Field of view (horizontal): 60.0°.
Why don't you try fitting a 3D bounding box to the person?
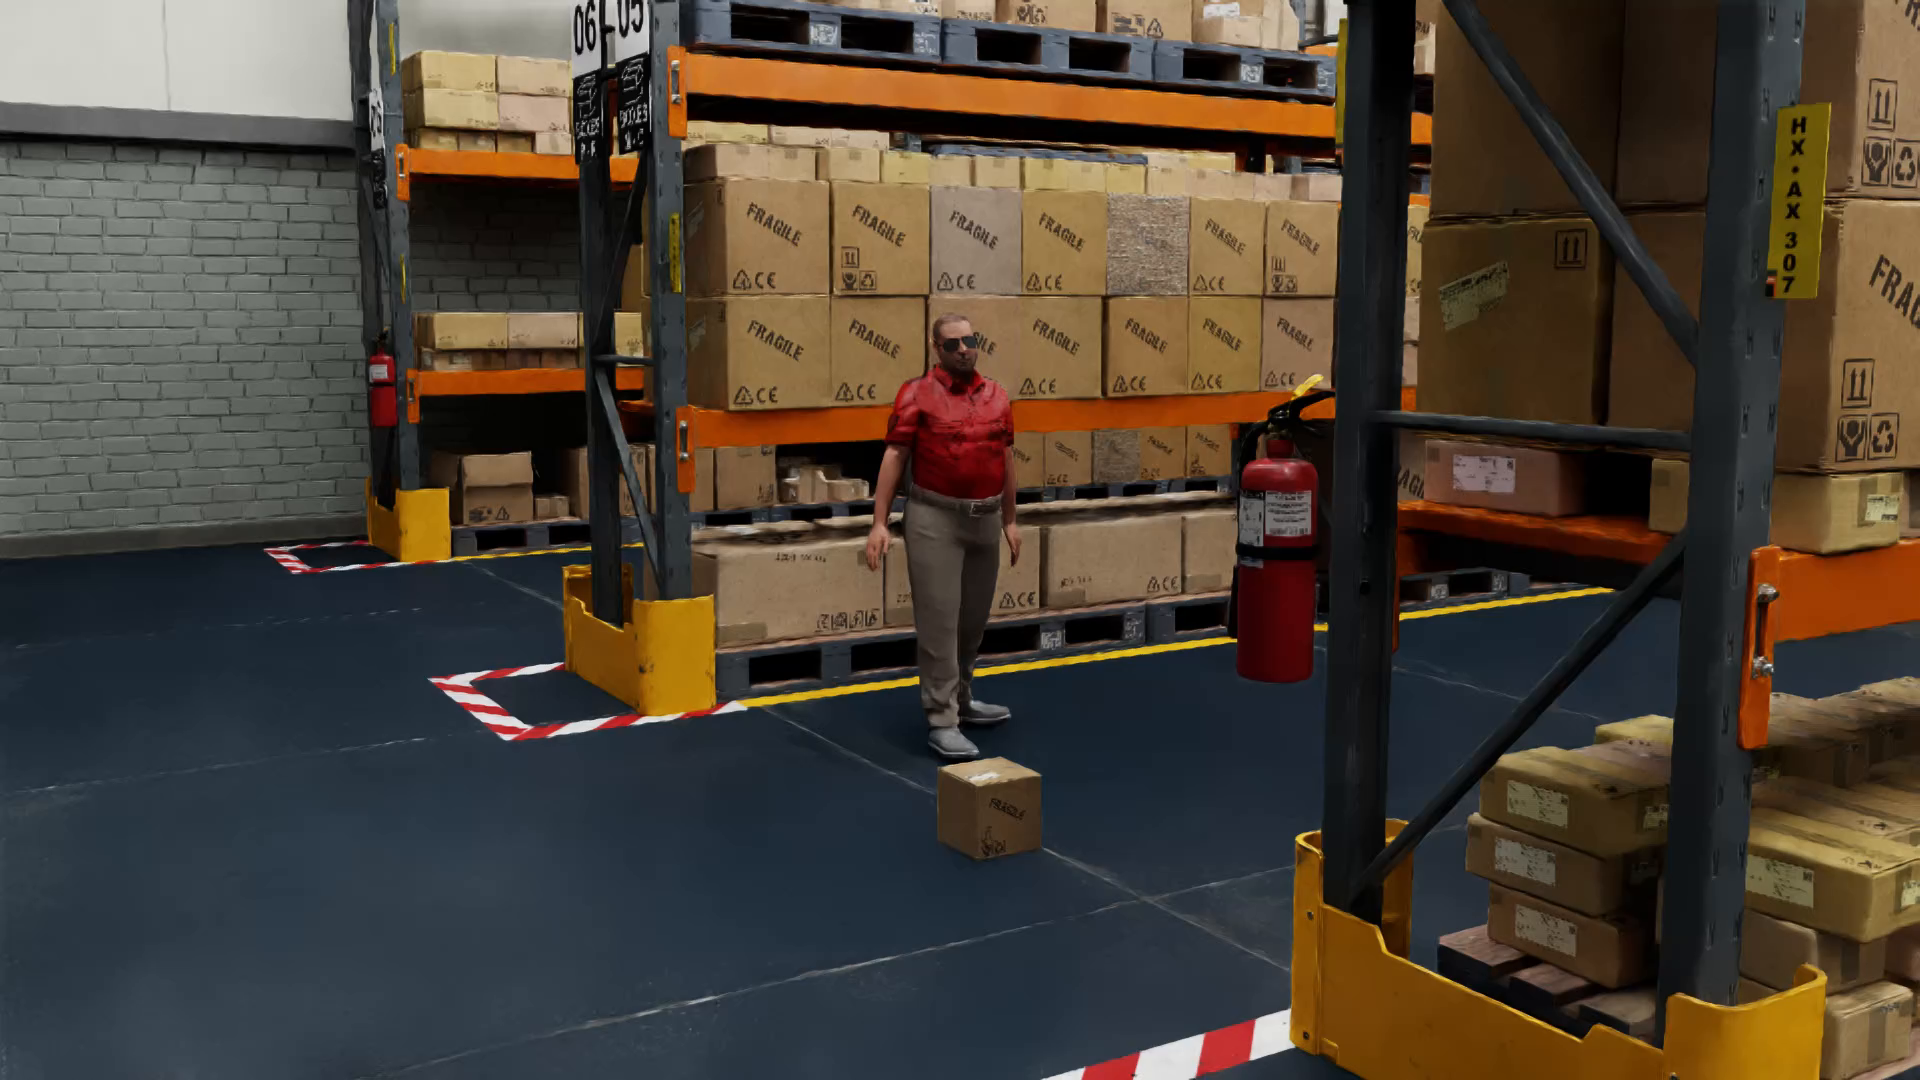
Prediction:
[{"bbox_3d":[-0.030,-0.036,6.588,0.756,1.710,0.631,-6,10,-37],"label":"person"}]
